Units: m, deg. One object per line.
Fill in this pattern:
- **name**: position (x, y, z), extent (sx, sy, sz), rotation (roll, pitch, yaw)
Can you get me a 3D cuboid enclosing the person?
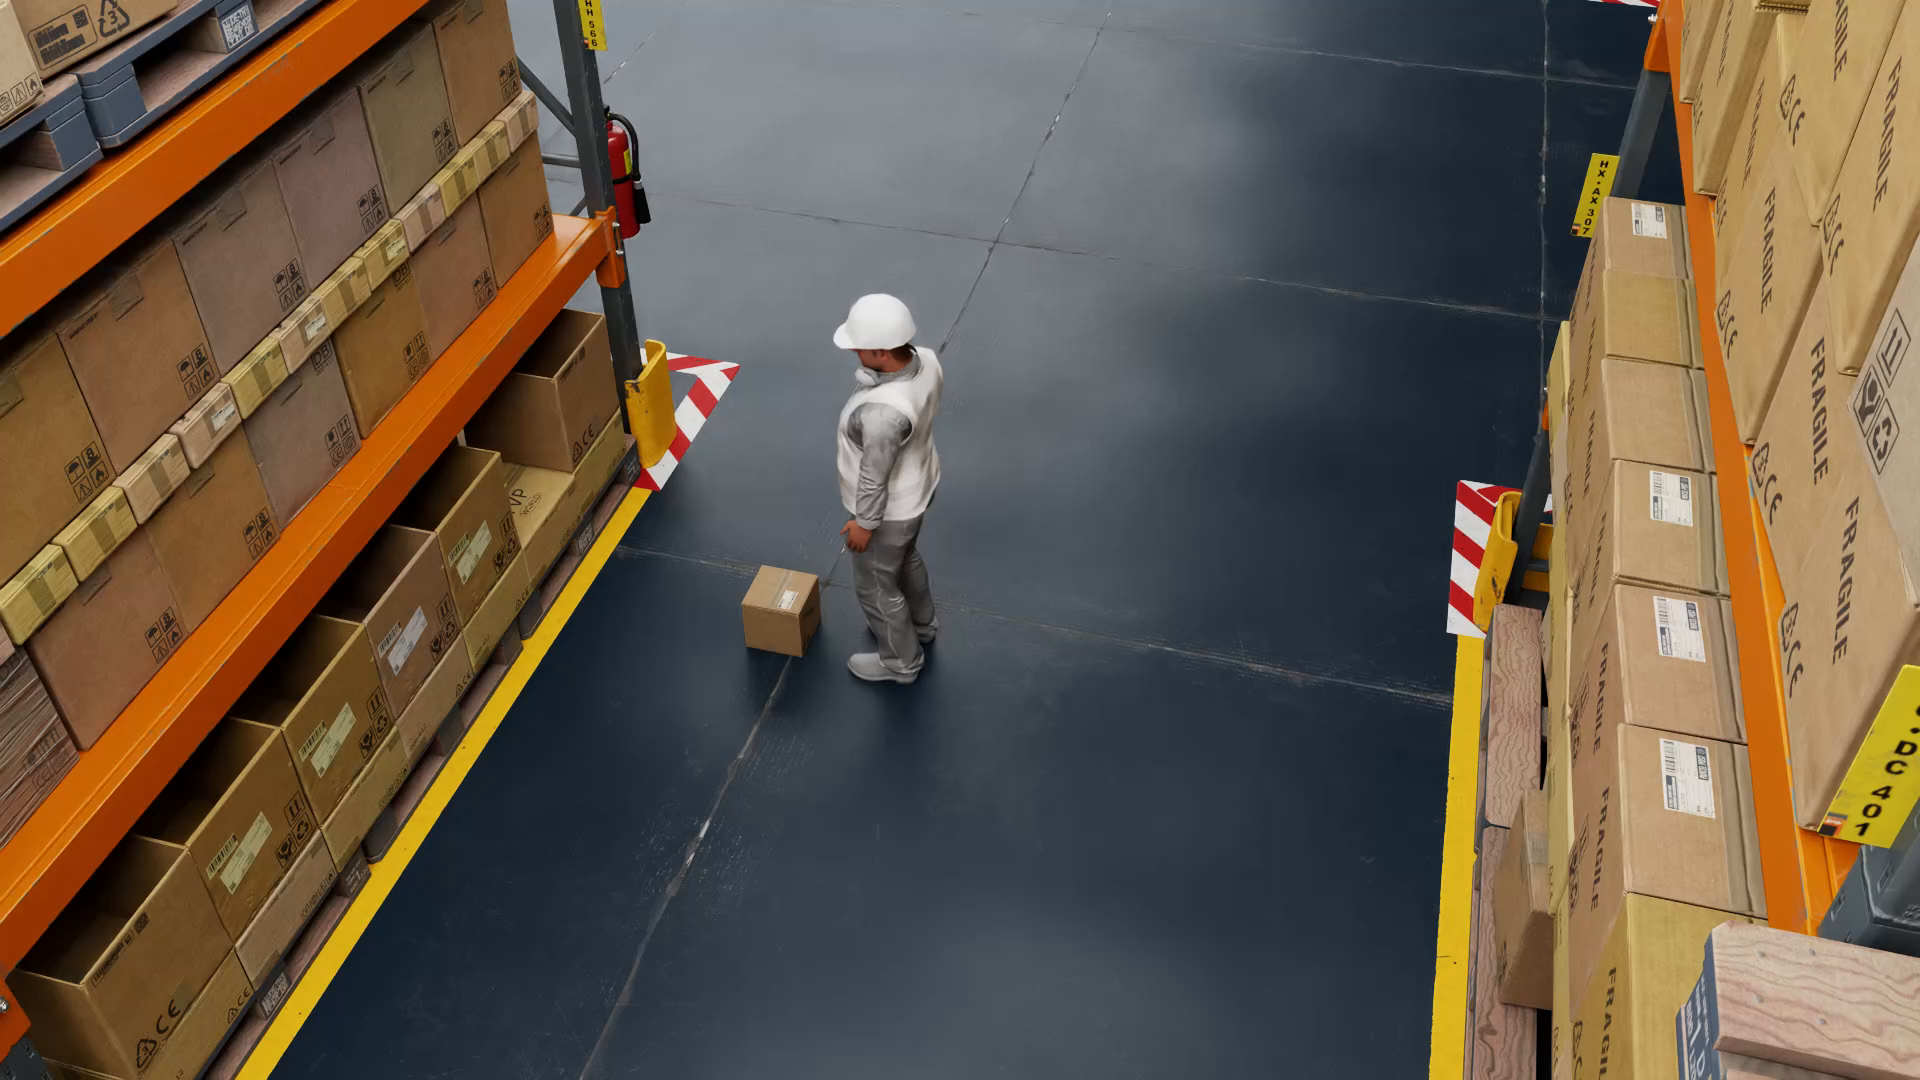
- **person**: position (-0.272, -0.175, 6.350), extent (0.357, 1.764, 0.533), rotation (11, 42, 12)
